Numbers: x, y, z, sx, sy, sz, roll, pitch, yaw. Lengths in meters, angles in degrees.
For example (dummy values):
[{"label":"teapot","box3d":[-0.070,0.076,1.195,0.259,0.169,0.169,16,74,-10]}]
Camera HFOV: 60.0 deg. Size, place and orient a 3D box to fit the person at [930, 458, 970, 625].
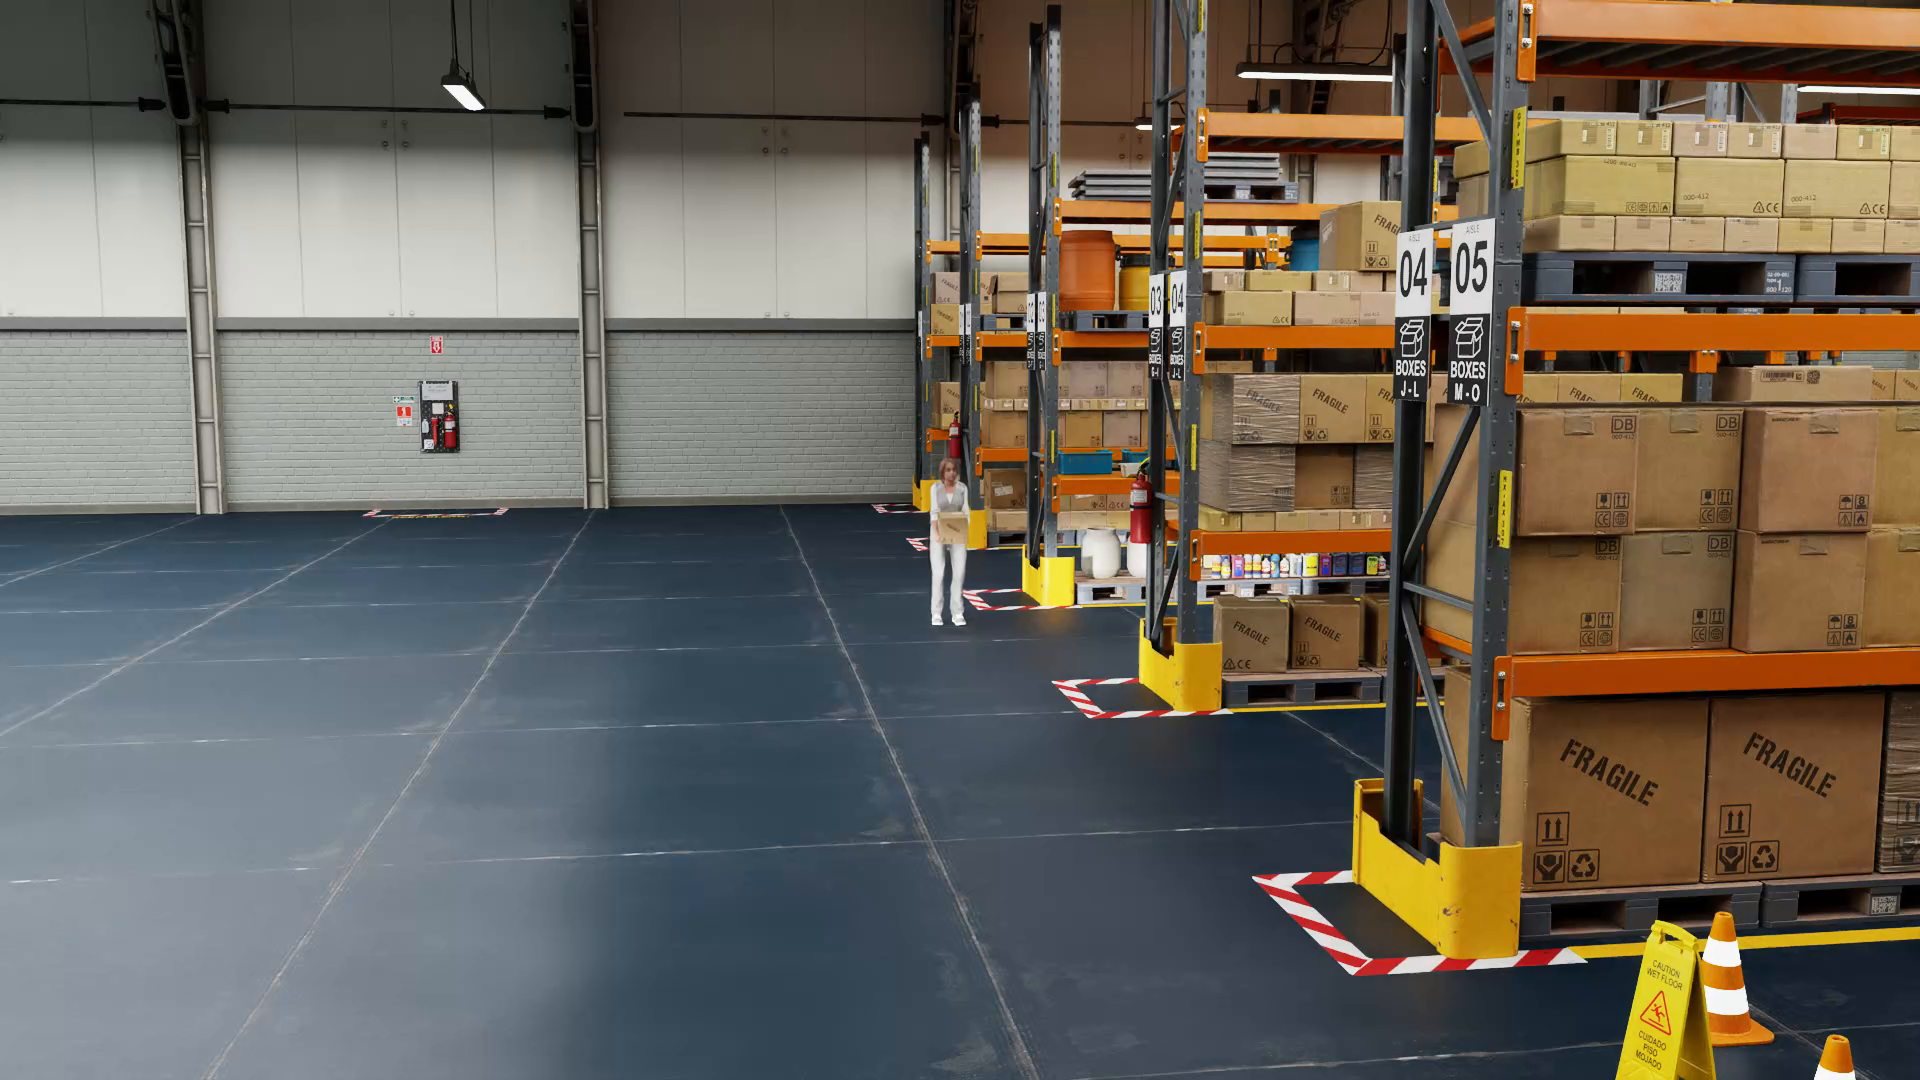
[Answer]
[{"label":"person","box3d":[-0.095,0.023,15.850,0.385,1.598,0.498,-1,7,-9]}]
